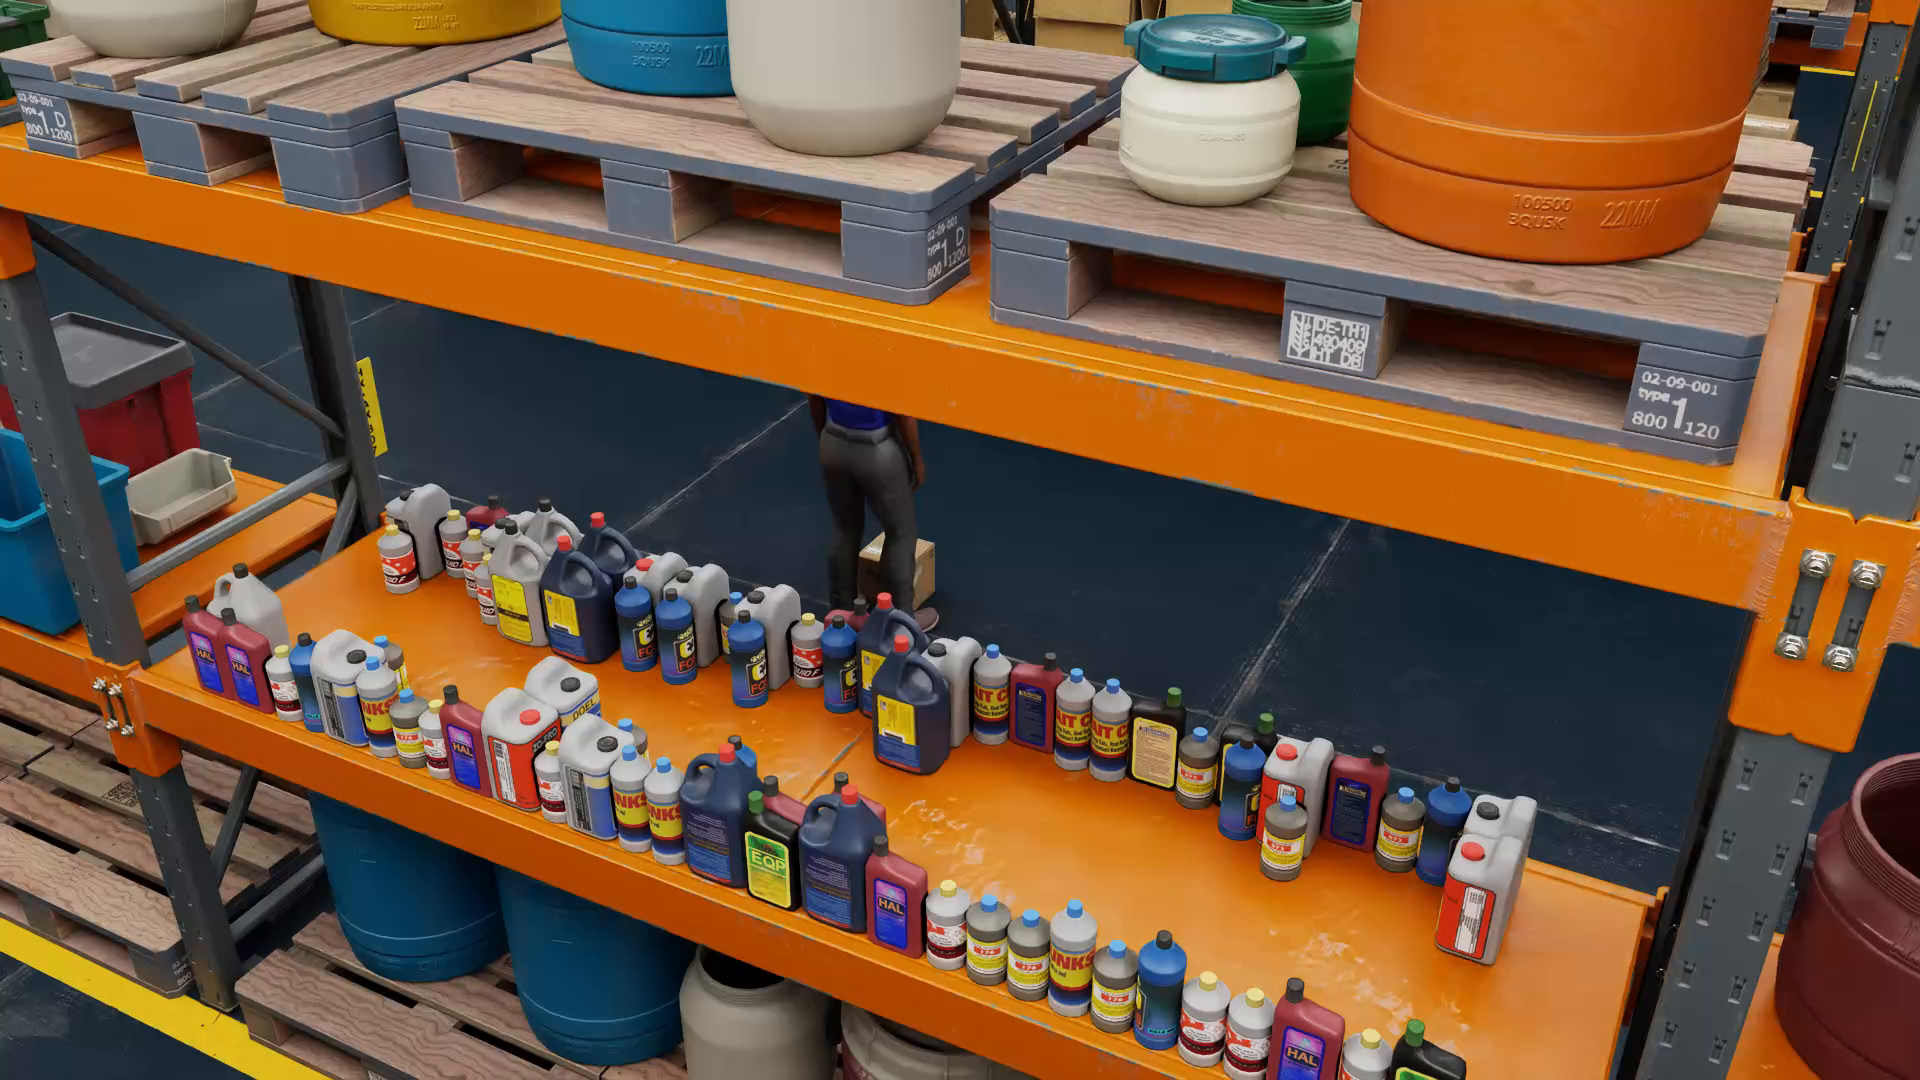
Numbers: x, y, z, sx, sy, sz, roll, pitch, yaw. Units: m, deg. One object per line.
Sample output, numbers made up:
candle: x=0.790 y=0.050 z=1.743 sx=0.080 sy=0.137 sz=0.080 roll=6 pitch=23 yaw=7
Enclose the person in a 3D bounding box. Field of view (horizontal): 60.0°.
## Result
person: x=-0.371 y=-0.353 z=6.740 sx=0.505 sy=1.655 sz=0.347 roll=15 pitch=33 yaw=24
